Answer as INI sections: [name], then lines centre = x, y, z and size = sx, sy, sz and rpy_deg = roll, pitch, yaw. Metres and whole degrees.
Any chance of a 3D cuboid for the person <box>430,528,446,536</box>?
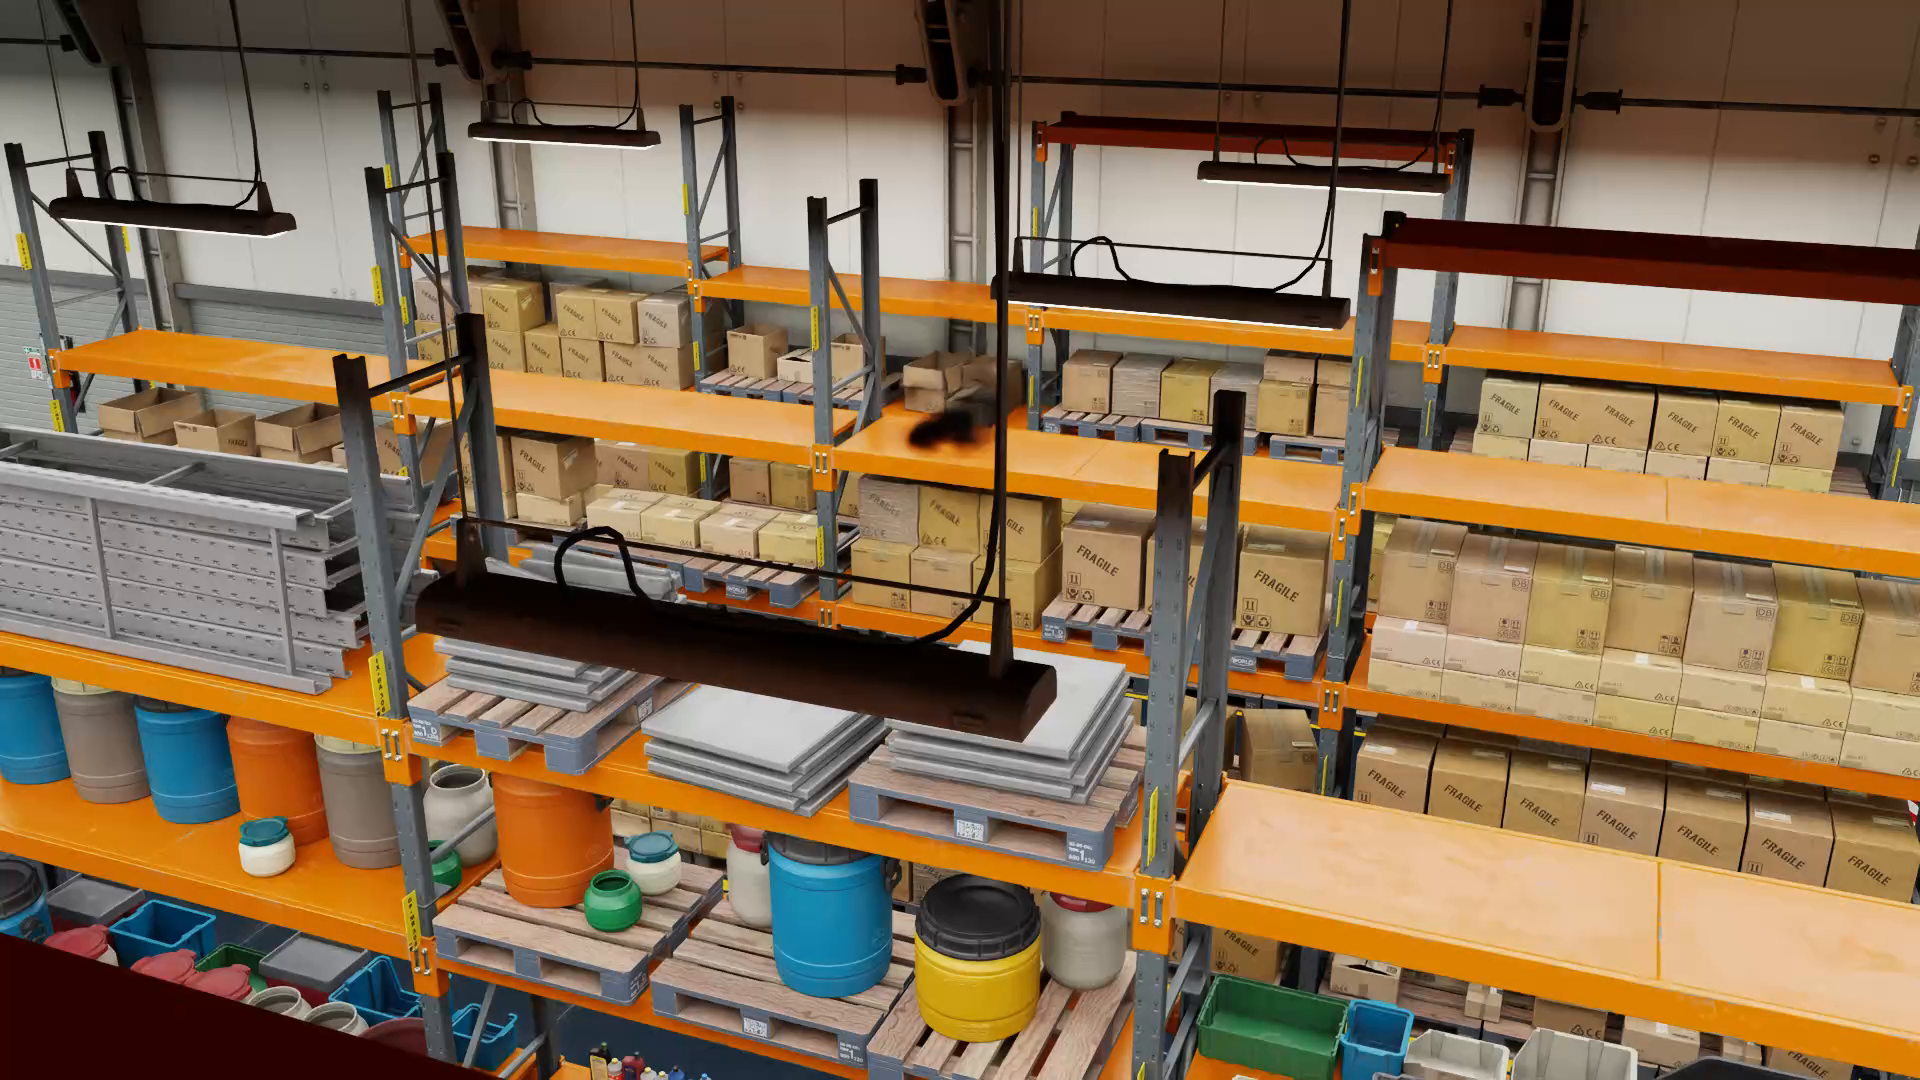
[person]
centre = -5.421, 0.727, 17.981
size = 0.865, 1.830, 0.614
rpy_deg = 6, 22, 16
